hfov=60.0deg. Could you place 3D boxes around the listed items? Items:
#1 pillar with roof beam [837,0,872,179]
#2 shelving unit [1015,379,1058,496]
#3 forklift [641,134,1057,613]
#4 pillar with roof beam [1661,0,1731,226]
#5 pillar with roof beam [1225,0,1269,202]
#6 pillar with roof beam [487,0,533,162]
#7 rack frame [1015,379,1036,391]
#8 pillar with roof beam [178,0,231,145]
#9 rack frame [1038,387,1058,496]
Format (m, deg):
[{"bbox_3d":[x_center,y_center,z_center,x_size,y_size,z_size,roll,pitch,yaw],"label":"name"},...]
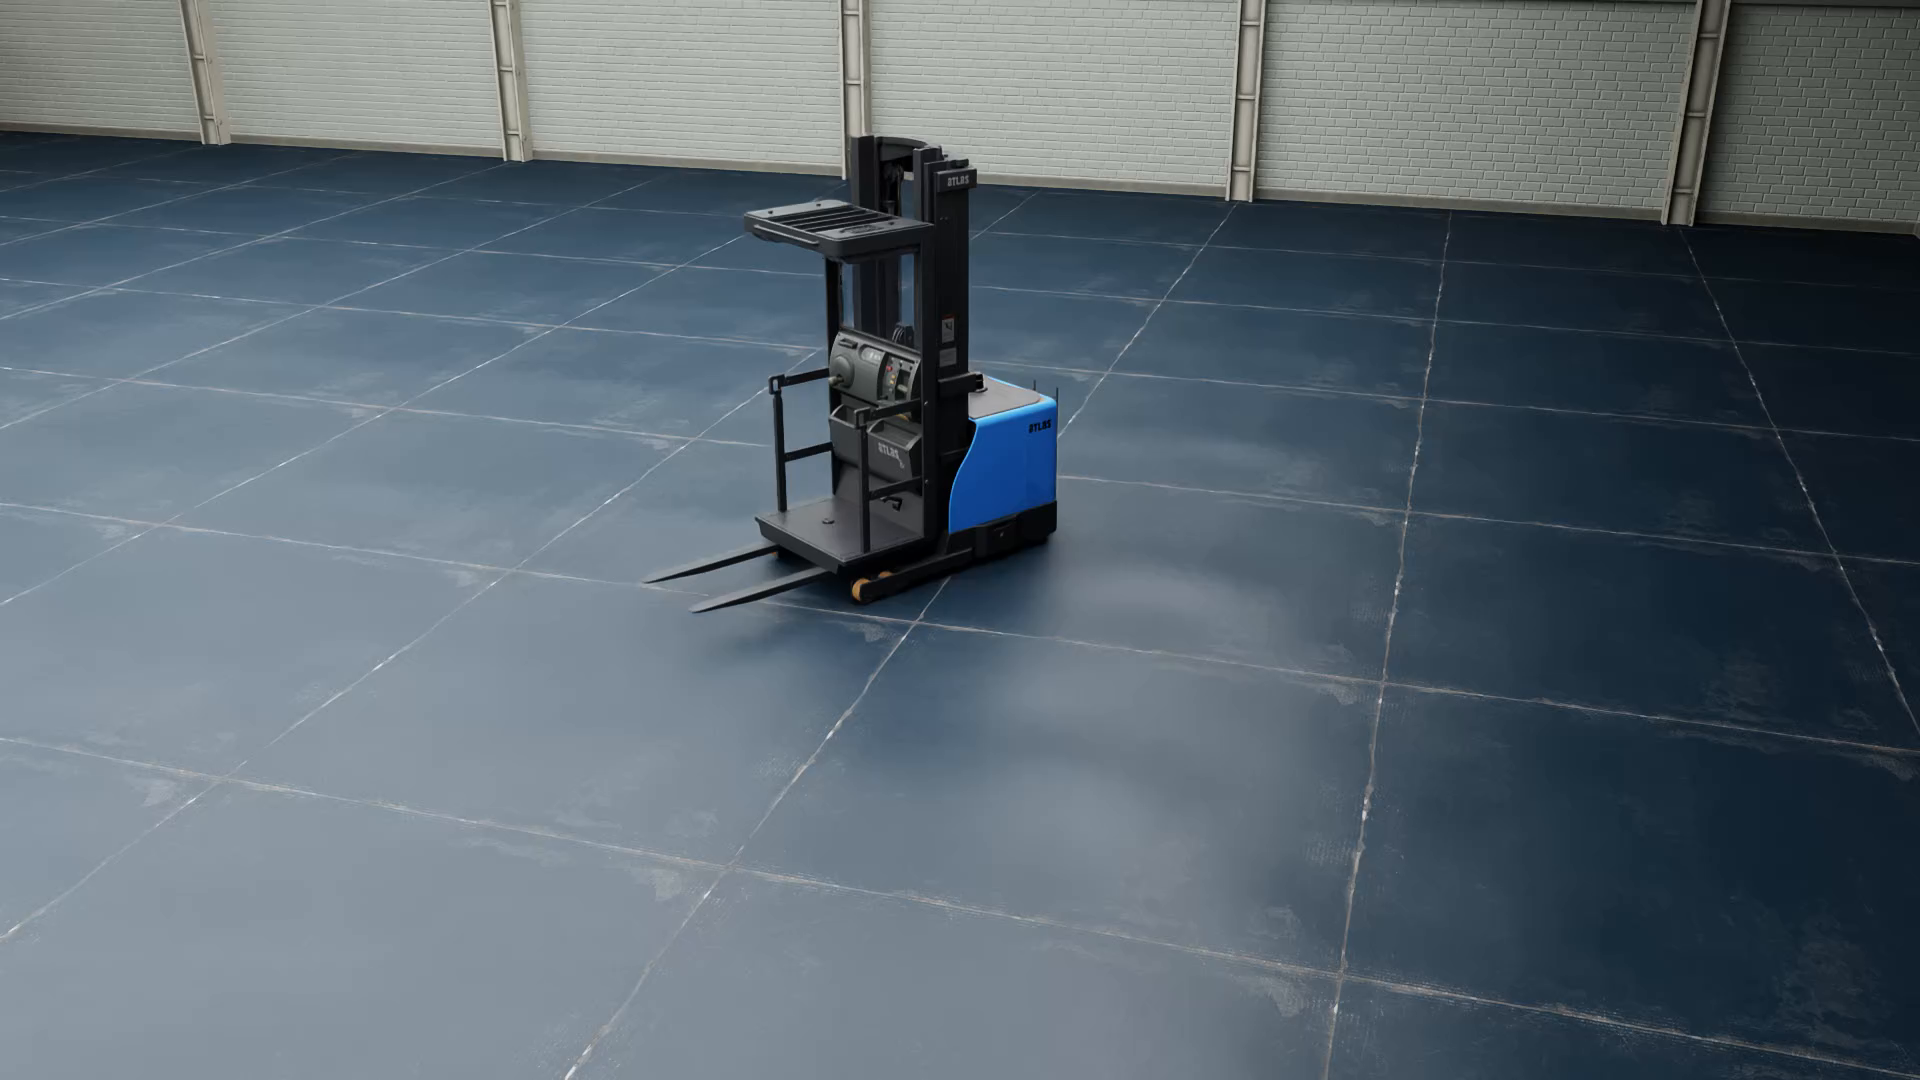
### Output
[{"bbox_3d":[-2.855,-8.281,20.600,0.400,9.000,9.100,7,23,16],"label":"pillar with roof beam"},{"bbox_3d":[0.567,-0.656,12.485,0.215,1.050,0.252,-18,28,-37],"label":"shelving unit"},{"bbox_3d":[-0.745,-1.154,11.221,3.031,2.935,1.130,-17,28,-36],"label":"forklift"},{"bbox_3d":[8.634,-6.965,17.393,0.400,9.000,9.100,7,23,16],"label":"pillar with roof beam"},{"bbox_3d":[2.890,-7.623,18.997,0.400,9.000,9.100,7,23,16],"label":"pillar with roof beam"},{"bbox_3d":[-8.599,-8.939,22.204,0.400,9.000,9.100,7,23,16],"label":"pillar with roof beam"},{"bbox_3d":[0.488,-0.691,12.570,0.200,1.050,0.008,-18,28,-37],"label":"rack frame"},{"bbox_3d":[-14.343,-9.596,23.807,0.400,9.000,9.100,7,23,16],"label":"pillar with roof beam"},{"bbox_3d":[0.646,-0.620,12.399,0.200,1.050,0.008,-18,28,-37],"label":"rack frame"}]
